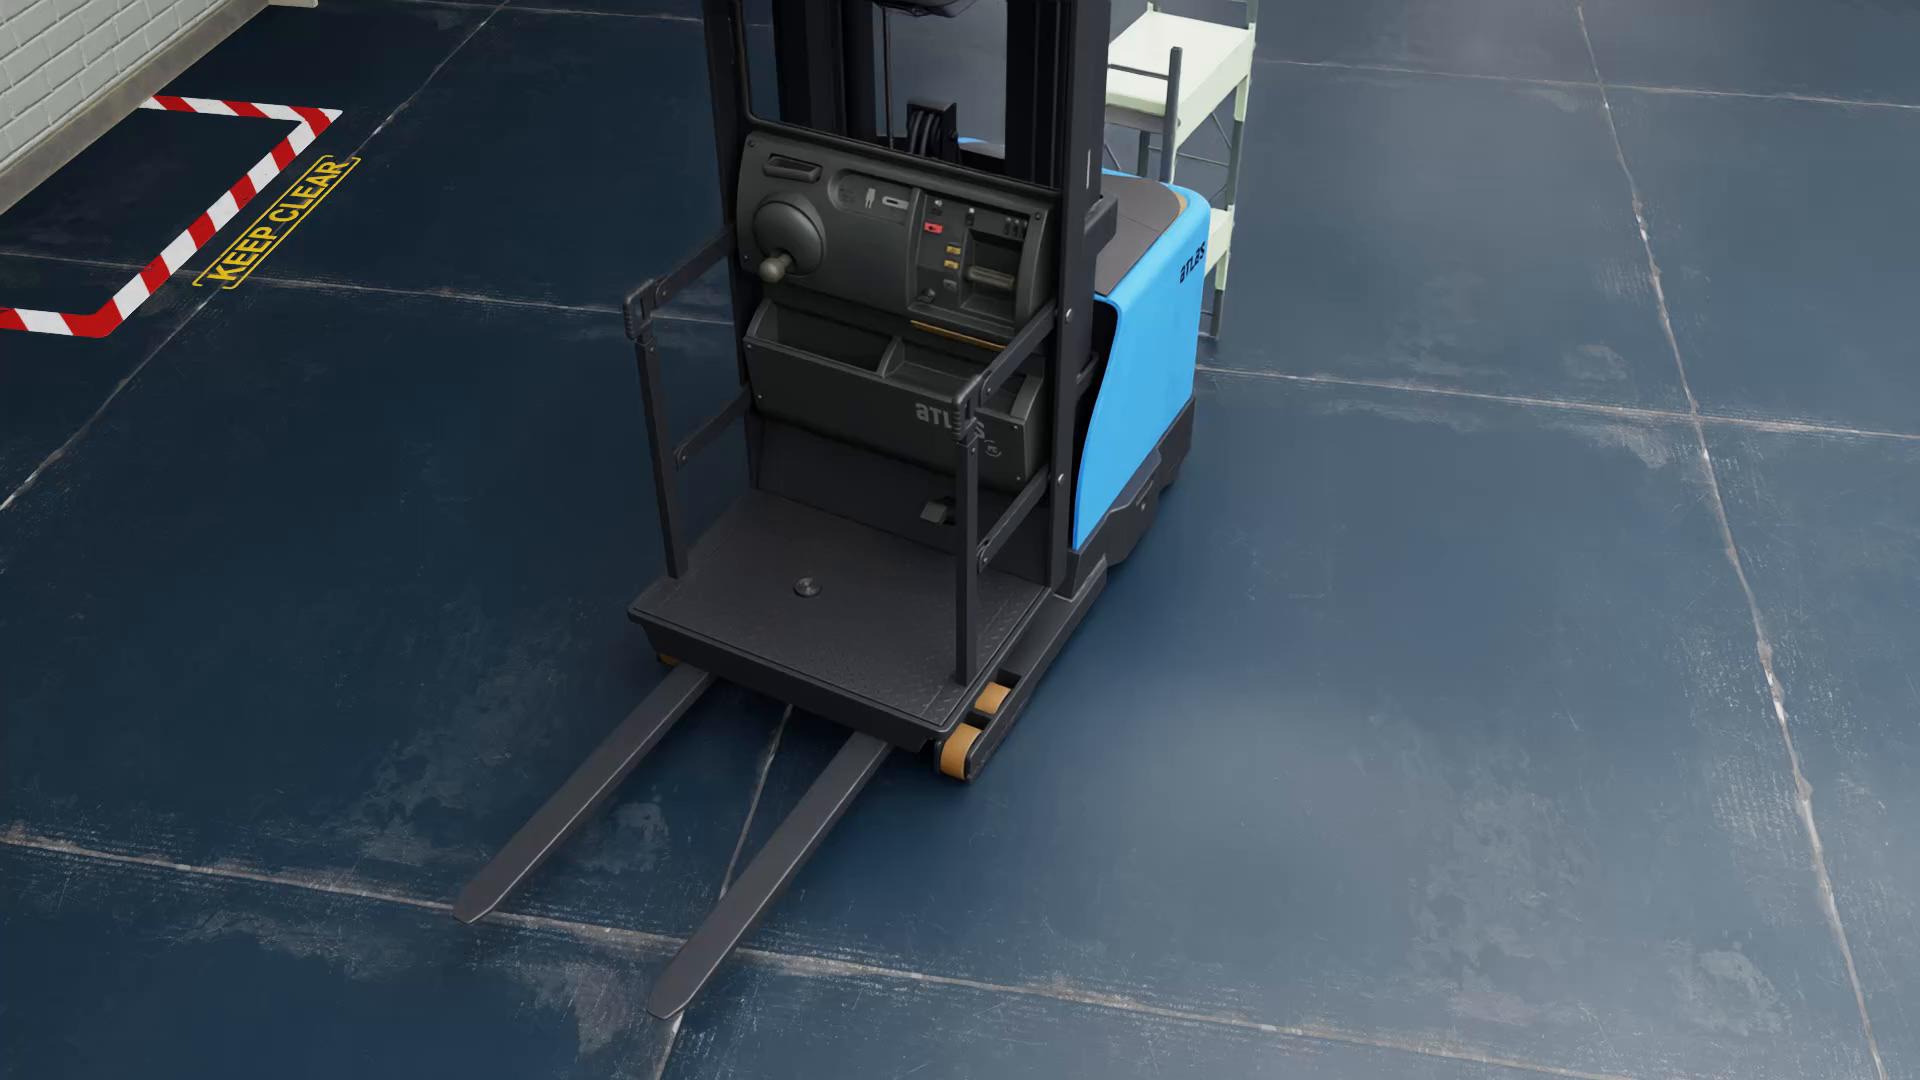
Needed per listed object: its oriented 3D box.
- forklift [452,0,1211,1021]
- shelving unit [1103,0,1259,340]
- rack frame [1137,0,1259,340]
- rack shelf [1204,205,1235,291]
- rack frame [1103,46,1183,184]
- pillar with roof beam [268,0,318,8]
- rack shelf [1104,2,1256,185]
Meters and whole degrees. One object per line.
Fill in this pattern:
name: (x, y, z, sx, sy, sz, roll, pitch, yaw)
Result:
forklift: (-0.297, -0.753, 4.361, 1.130, 2.935, 3.031, 19, 43, 21)
shelving unit: (0.698, -1.245, 6.078, 0.431, 1.500, 0.755, 19, 43, 21)
rack frame: (0.869, -1.451, 6.328, 0.400, 1.500, 0.023, 19, 43, 21)
rack shelf: (0.698, -0.994, 6.286, 0.431, 0.370, 0.720, 19, 43, 21)
rack frame: (0.527, -1.039, 5.829, 0.400, 1.500, 0.023, 19, 43, 21)
pillar with roof beam: (0.477, -6.140, 6.114, 9.100, 9.000, 0.400, 6, 40, 8)
rack shelf: (0.698, -1.546, 5.830, 0.431, 0.370, 0.720, 19, 43, 21)
